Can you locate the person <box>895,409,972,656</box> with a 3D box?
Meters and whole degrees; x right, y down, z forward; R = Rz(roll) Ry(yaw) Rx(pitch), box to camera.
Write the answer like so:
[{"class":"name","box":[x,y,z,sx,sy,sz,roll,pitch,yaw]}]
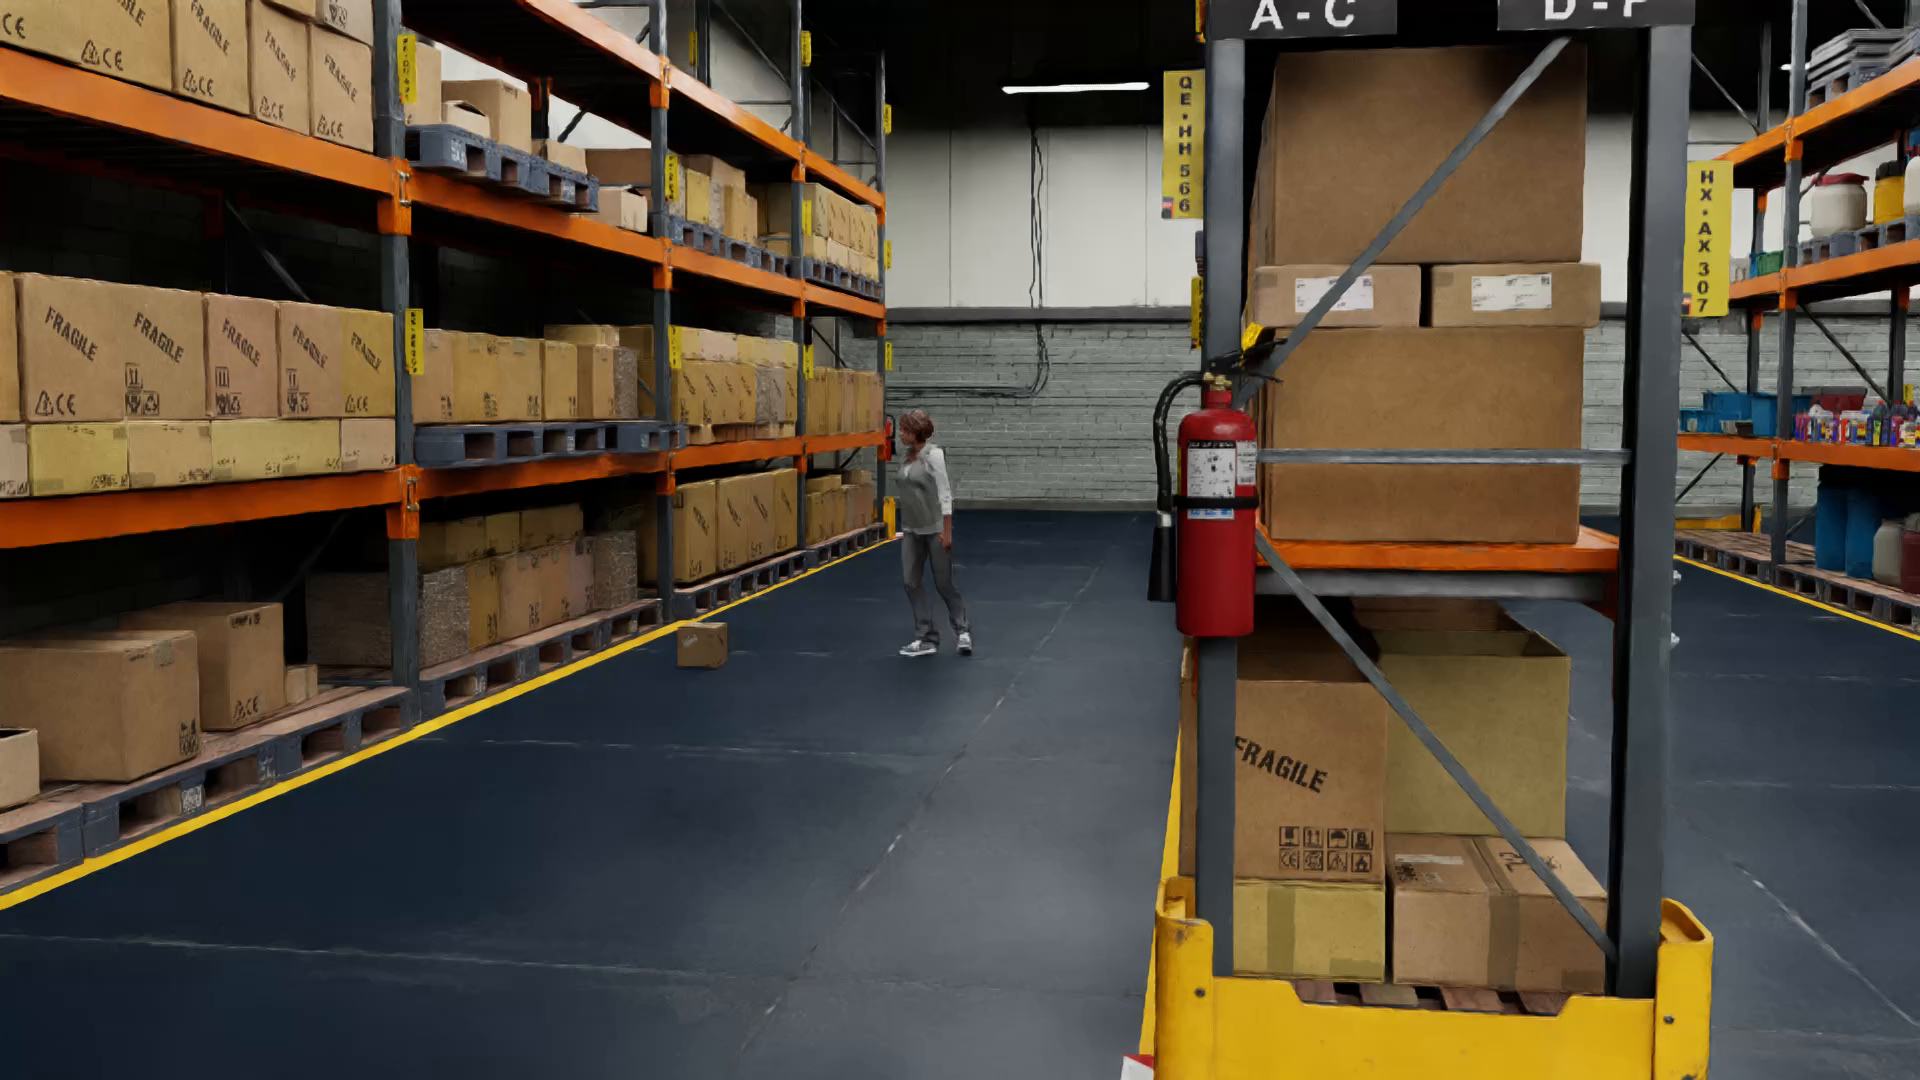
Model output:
[{"class":"person","box":[-0.163,-0.051,10.769,0.459,1.587,0.507,5,7,44]}]
